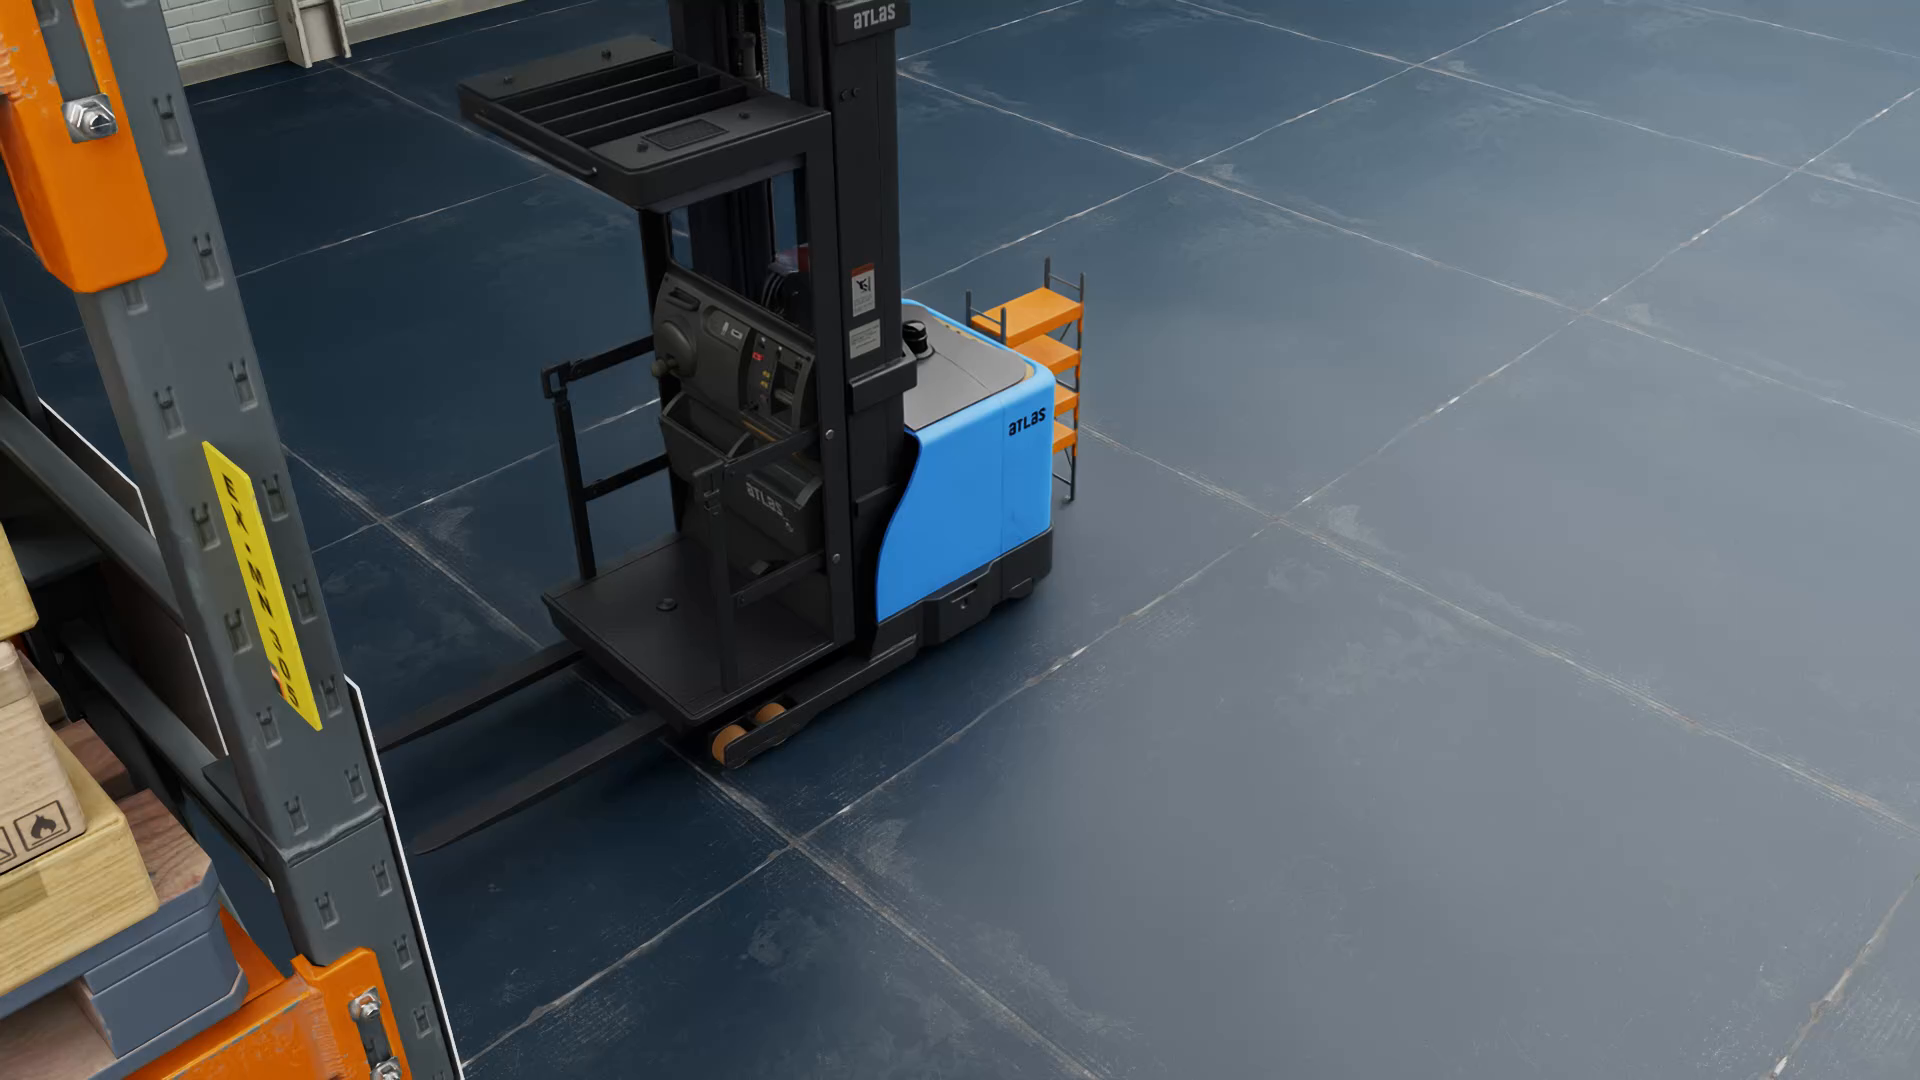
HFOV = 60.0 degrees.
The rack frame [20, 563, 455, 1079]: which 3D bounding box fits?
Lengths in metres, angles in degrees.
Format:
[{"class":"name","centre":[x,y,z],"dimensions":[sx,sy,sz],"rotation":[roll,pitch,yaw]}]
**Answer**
[{"class":"rack frame","centre":[-1.098,1.389,3.136],"dimensions":[1.000,3.000,0.127],"rotation":[30,45,35]}]

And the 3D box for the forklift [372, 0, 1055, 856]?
[{"class":"forklift","centre":[-1.012,-0.651,6.121],"dimensions":[3.031,2.935,1.130],"rotation":[-28,44,-34]}]

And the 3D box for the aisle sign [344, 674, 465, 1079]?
[{"class":"aisle sign","centre":[-0.835,0.415,2.260],"dimensions":[0.394,0.787,0.004],"rotation":[30,45,35]}]

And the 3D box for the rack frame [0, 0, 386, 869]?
[{"class":"rack frame","centre":[-1.098,-1.071,1.419],"dimensions":[1.000,3.000,0.127],"rotation":[30,45,35]}]

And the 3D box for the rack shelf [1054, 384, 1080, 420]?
[{"class":"rack shelf","centre":[0.291,-0.580,7.650],"dimensions":[0.480,0.148,0.258],"rotation":[-28,44,-34]}]

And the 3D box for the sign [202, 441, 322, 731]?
[{"class":"sign","centre":[-0.723,0.053,1.725],"dimensions":[0.100,0.325,0.005],"rotation":[30,45,35]}]

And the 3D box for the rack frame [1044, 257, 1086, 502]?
[{"class":"rack frame","centre":[0.470,-0.730,7.747],"dimensions":[0.015,1.200,0.240],"rotation":[-28,44,-34]}]

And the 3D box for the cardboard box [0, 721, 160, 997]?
[{"class":"cardboard box","centre":[-1.092,0.320,1.811],"dimensions":[0.380,0.149,0.250],"rotation":[29,44,35]}]

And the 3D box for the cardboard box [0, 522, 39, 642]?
[{"class":"cardboard box","centre":[-1.095,-0.005,1.580],"dimensions":[0.250,0.149,0.380],"rotation":[-29,44,-35]}]

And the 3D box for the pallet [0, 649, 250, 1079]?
[{"class":"pallet","centre":[-1.613,0.501,1.865],"dimensions":[1.003,0.211,1.213],"rotation":[30,45,35]}]

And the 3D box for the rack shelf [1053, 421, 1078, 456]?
[{"class":"rack shelf","centre":[0.291,-0.417,7.763],"dimensions":[0.480,0.148,0.258],"rotation":[-28,44,-34]}]

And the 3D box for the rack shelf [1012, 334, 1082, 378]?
[{"class":"rack shelf","centre":[0.291,-0.763,7.522],"dimensions":[0.480,0.148,0.258],"rotation":[-28,44,-34]}]

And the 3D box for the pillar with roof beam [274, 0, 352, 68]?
[{"class":"pillar with roof beam","centre":[-2.055,-5.805,8.208],"dimensions":[9.100,9.000,0.400],"rotation":[30,45,35]}]

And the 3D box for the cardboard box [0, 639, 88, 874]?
[{"class":"cardboard box","centre":[-1.245,0.197,1.640],"dimensions":[0.500,0.250,0.500],"rotation":[-29,44,-35]}]

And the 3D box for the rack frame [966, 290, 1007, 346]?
[{"class":"rack frame","centre":[0.112,-0.540,7.475],"dimensions":[0.015,1.200,0.240],"rotation":[-28,44,-34]}]

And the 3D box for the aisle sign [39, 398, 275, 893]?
[{"class":"aisle sign","centre":[-1.261,0.173,2.607],"dimensions":[0.394,0.787,0.004],"rotation":[30,45,35]}]

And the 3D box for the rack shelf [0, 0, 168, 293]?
[{"class":"rack shelf","centre":[-2.507,0.200,0.575],"dimensions":[1.077,0.370,4.000],"rotation":[30,45,35]}]

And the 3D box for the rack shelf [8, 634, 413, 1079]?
[{"class":"rack shelf","centre":[-2.507,1.266,1.319],"dimensions":[1.077,0.370,4.000],"rotation":[30,45,35]}]

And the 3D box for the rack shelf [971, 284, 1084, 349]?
[{"class":"rack shelf","centre":[0.291,-0.957,7.387],"dimensions":[0.480,0.148,0.258],"rotation":[-28,44,-34]}]

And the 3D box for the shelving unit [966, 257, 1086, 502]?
[{"class":"shelving unit","centre":[0.291,-0.635,7.611],"dimensions":[0.503,1.200,0.258],"rotation":[-28,44,-34]}]
